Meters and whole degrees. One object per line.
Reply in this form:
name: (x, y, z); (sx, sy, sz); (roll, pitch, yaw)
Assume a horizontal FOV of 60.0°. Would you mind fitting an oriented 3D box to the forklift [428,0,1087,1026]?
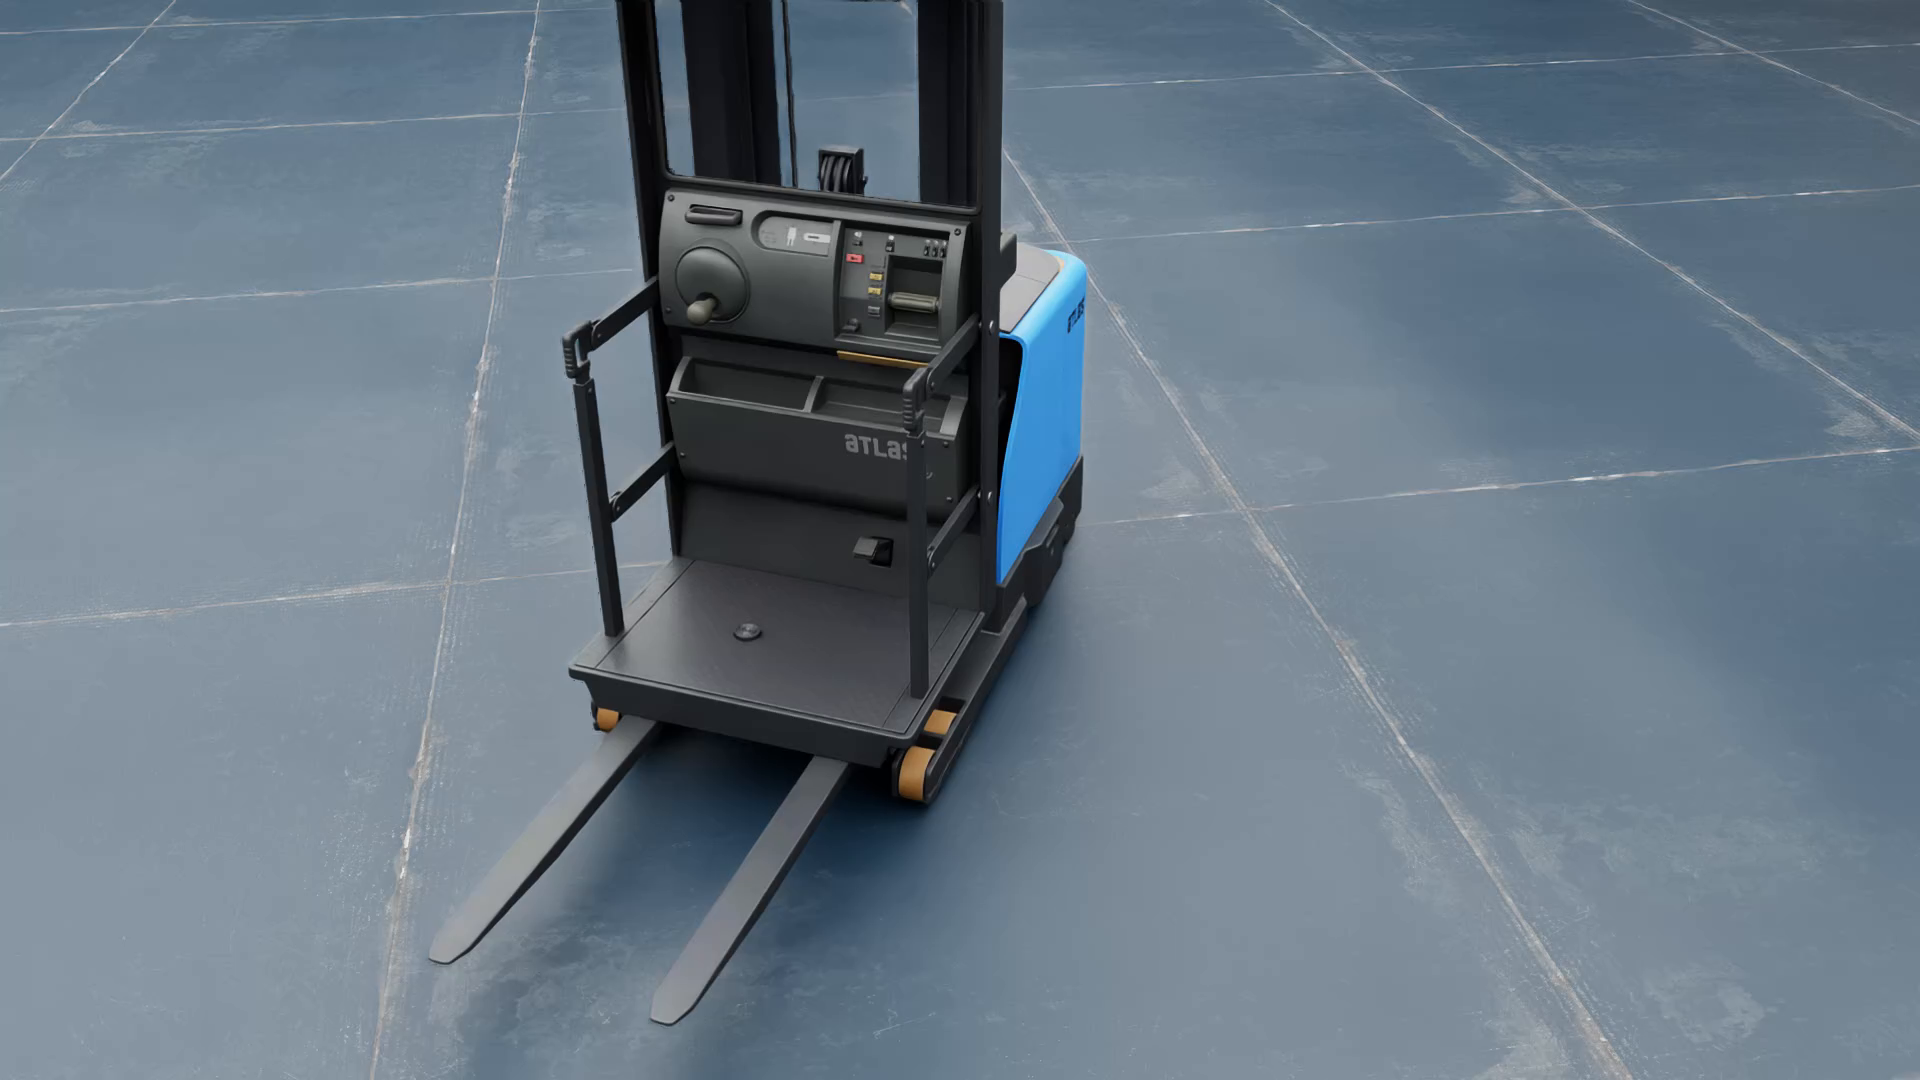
forklift: (-0.498, -0.719, 4.581); (1.130, 2.935, 3.031); (10, 32, 16)
